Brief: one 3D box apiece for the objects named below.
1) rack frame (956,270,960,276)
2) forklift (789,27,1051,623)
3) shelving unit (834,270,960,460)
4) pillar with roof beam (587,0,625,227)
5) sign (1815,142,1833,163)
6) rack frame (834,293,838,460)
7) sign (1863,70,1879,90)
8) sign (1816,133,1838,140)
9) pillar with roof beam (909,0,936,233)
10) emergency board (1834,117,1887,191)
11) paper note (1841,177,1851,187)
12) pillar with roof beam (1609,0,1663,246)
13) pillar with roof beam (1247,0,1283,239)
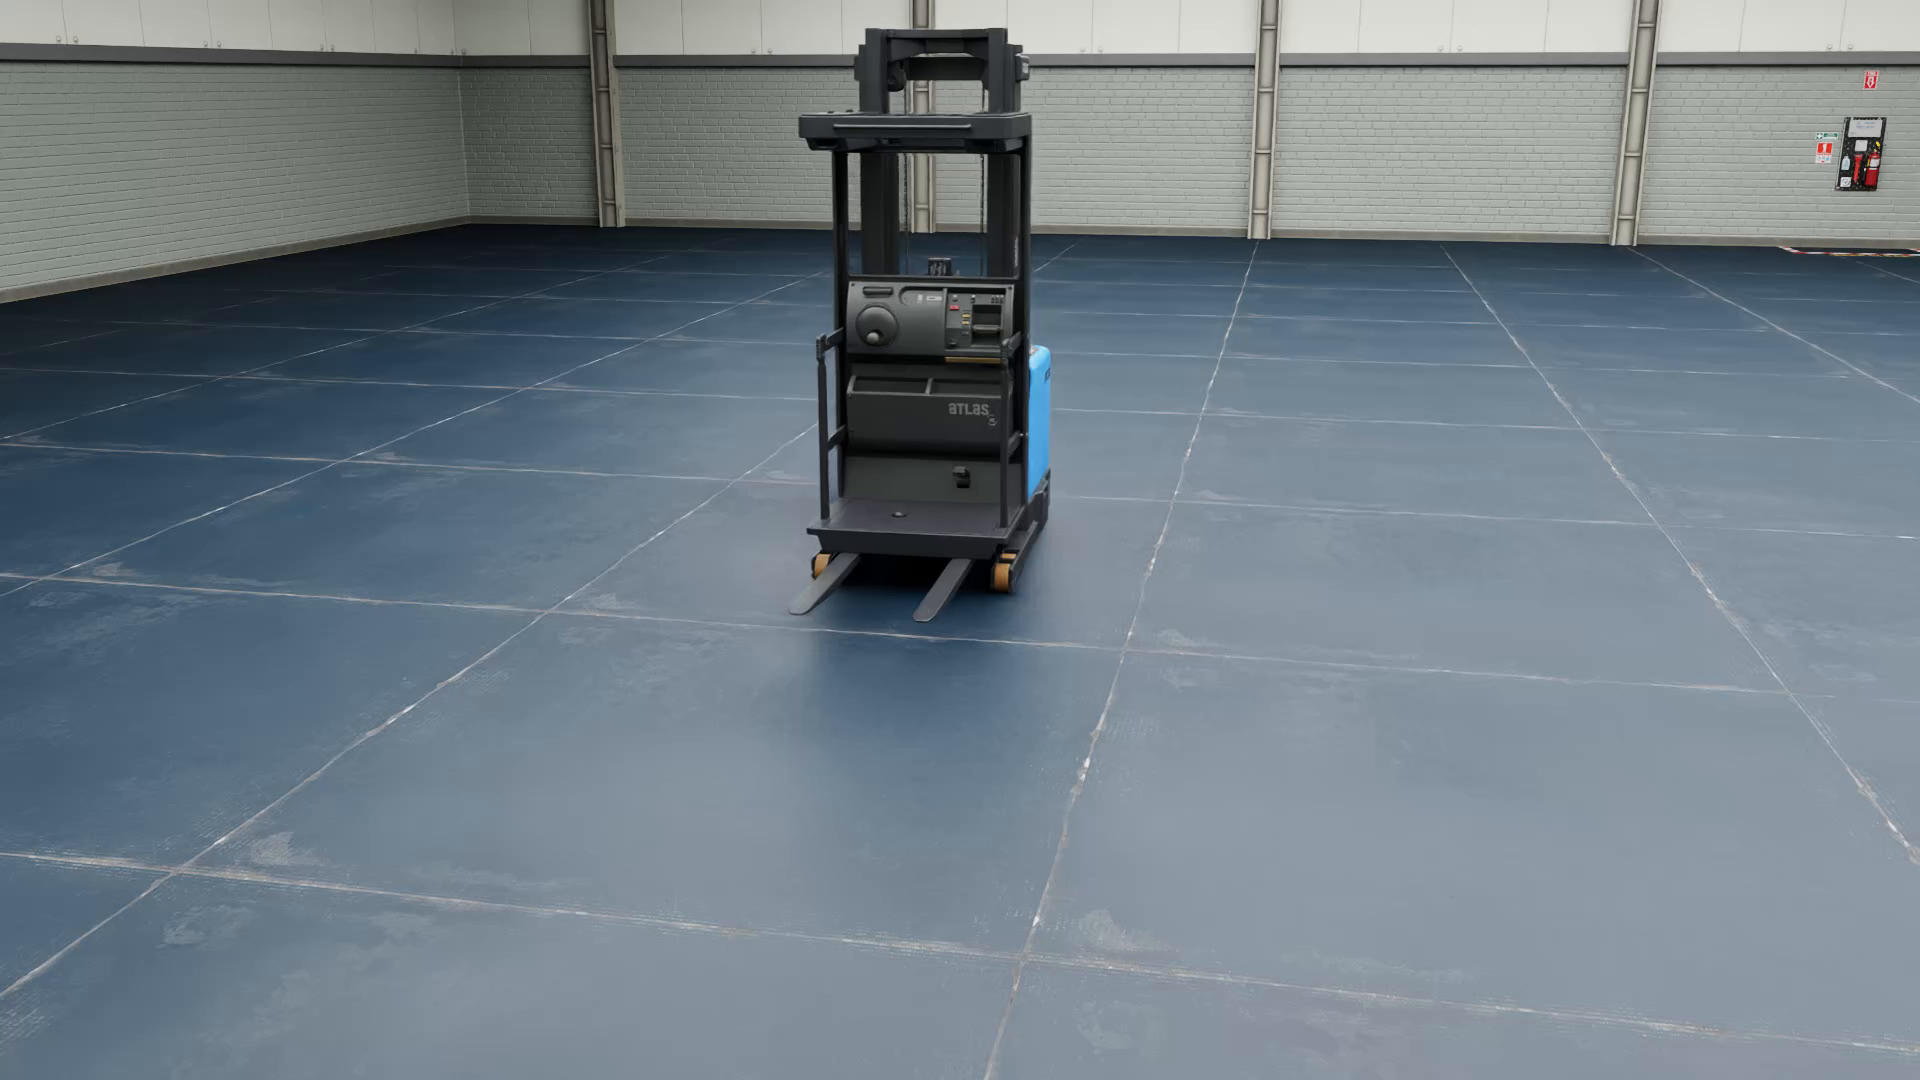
[{"bbox_3d":[-0.050,-1.037,10.928,0.023,1.500,0.400,-3,16,-11],"label":"rack frame"},{"bbox_3d":[-0.202,-1.230,8.943,1.130,2.935,3.031,3,16,10],"label":"forklift"},{"bbox_3d":[-0.409,-1.017,10.855,0.755,1.500,0.431,-3,16,-11],"label":"shelving unit"},{"bbox_3d":[-7.398,-9.119,26.056,0.400,9.000,9.100,3,16,11],"label":"pillar with roof beam"},{"bbox_3d":[14.044,-6.292,27.022,0.234,0.329,0.001,3,16,11],"label":"sign"},{"bbox_3d":[-0.767,-0.997,10.782,0.023,1.500,0.400,-3,16,-11],"label":"rack frame"},{"bbox_3d":[14.577,-7.362,26.610,0.199,0.298,0.001,3,16,11],"label":"sign"},{"bbox_3d":[14.046,-6.545,26.942,0.331,0.109,0.001,3,16,11],"label":"sign"},{"bbox_3d":[-1.518,-8.800,24.903,0.400,9.000,9.100,3,16,11],"label":"pillar with roof beam"},{"bbox_3d":[14.565,-6.219,26.823,0.643,1.169,0.194,3,16,11],"label":"emergency board"},{"bbox_3d":[14.405,-5.822,27.040,0.142,0.148,0.016,3,16,11],"label":"paper note"},{"bbox_3d":[10.241,-8.162,22.599,0.400,9.000,9.100,3,16,11],"label":"pillar with roof beam"},{"bbox_3d":[4.362,-8.481,23.751,0.400,9.000,9.100,3,16,11],"label":"pillar with roof beam"}]
